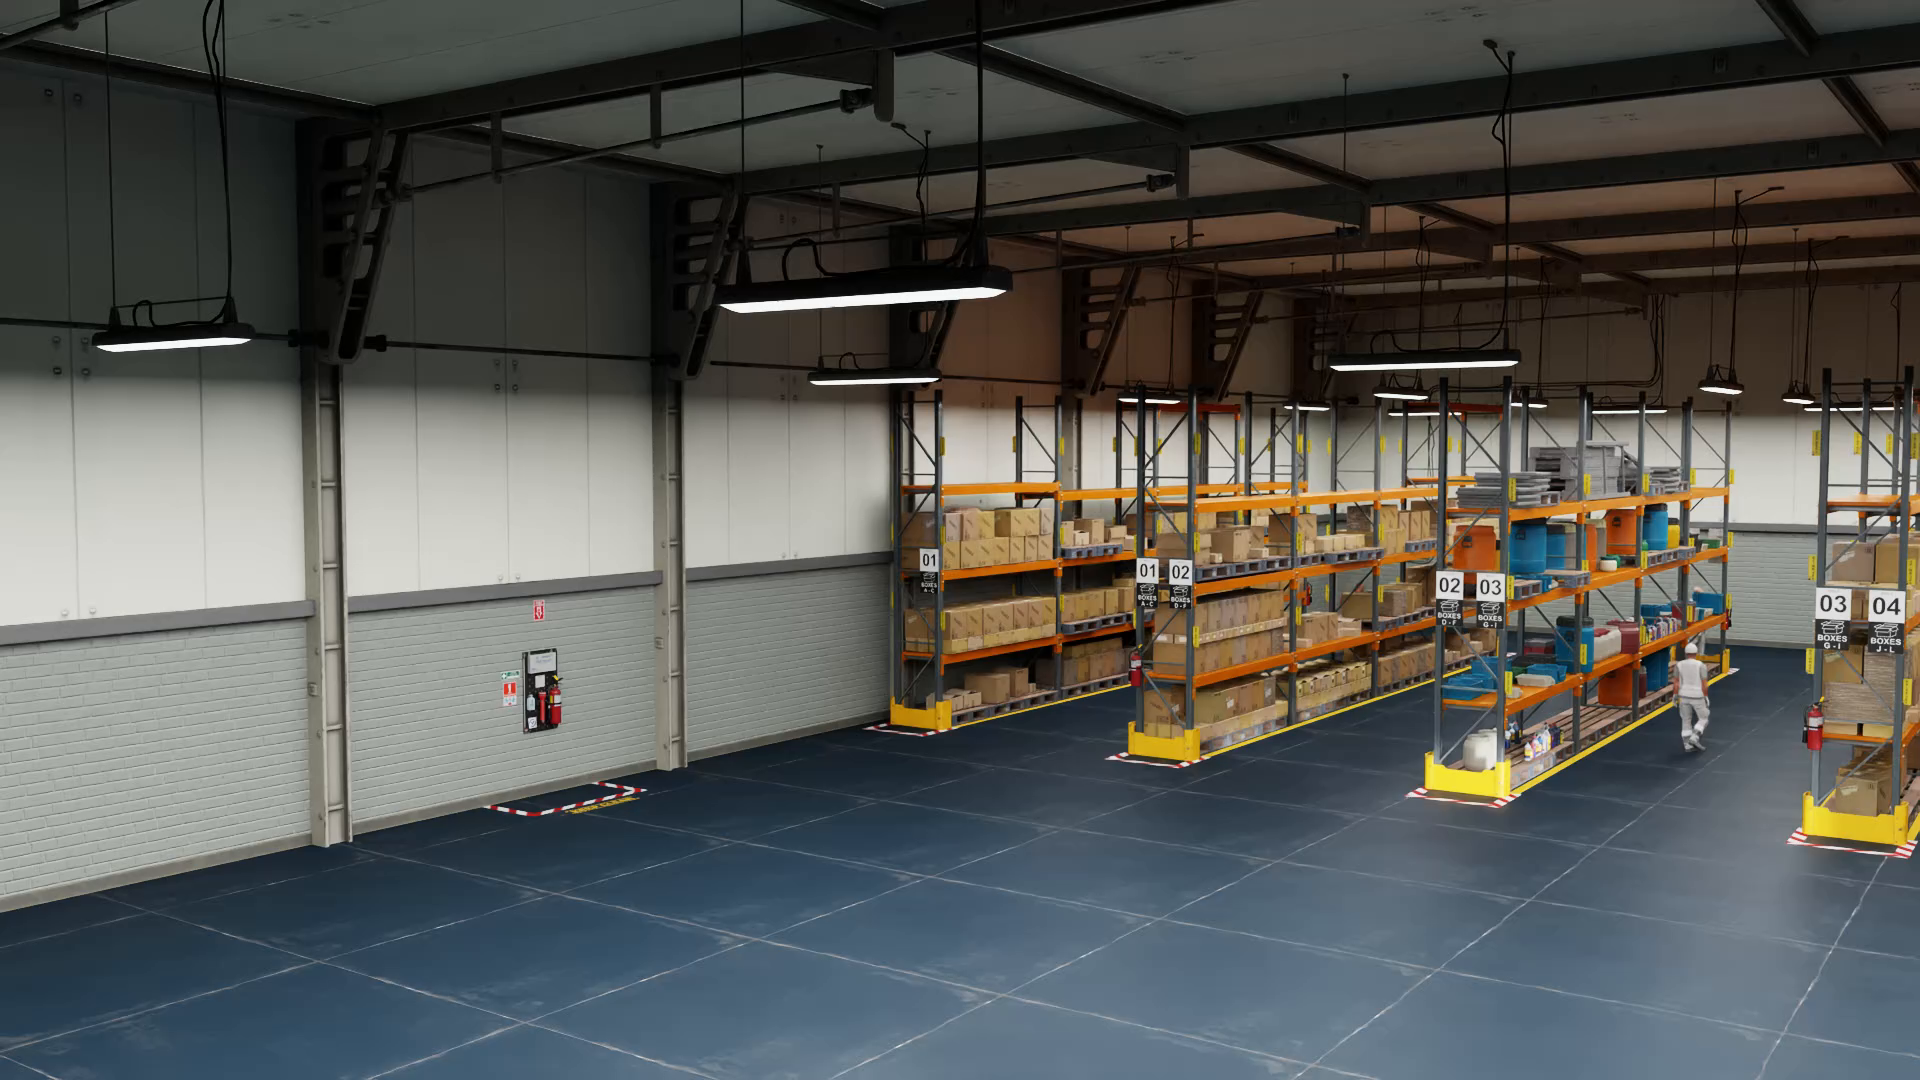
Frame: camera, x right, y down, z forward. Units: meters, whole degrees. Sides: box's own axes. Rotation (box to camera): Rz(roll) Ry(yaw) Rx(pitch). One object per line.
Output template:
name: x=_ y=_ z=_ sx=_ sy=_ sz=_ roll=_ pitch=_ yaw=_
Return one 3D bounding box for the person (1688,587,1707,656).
person: x=16.856 y=1.958 z=38.219 sx=0.644 sy=1.768 sz=0.754 roll=-3 pitch=4 yaw=-40

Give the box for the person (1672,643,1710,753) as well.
person: x=11.932 y=2.585 z=27.165 sx=0.575 sy=1.790 sz=0.530 roll=3 pitch=4 yaw=40

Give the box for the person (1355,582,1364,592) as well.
person: x=9.584 y=1.887 z=40.179 sx=0.518 sy=1.722 sz=0.704 roll=0 pitch=3 yaw=-4
